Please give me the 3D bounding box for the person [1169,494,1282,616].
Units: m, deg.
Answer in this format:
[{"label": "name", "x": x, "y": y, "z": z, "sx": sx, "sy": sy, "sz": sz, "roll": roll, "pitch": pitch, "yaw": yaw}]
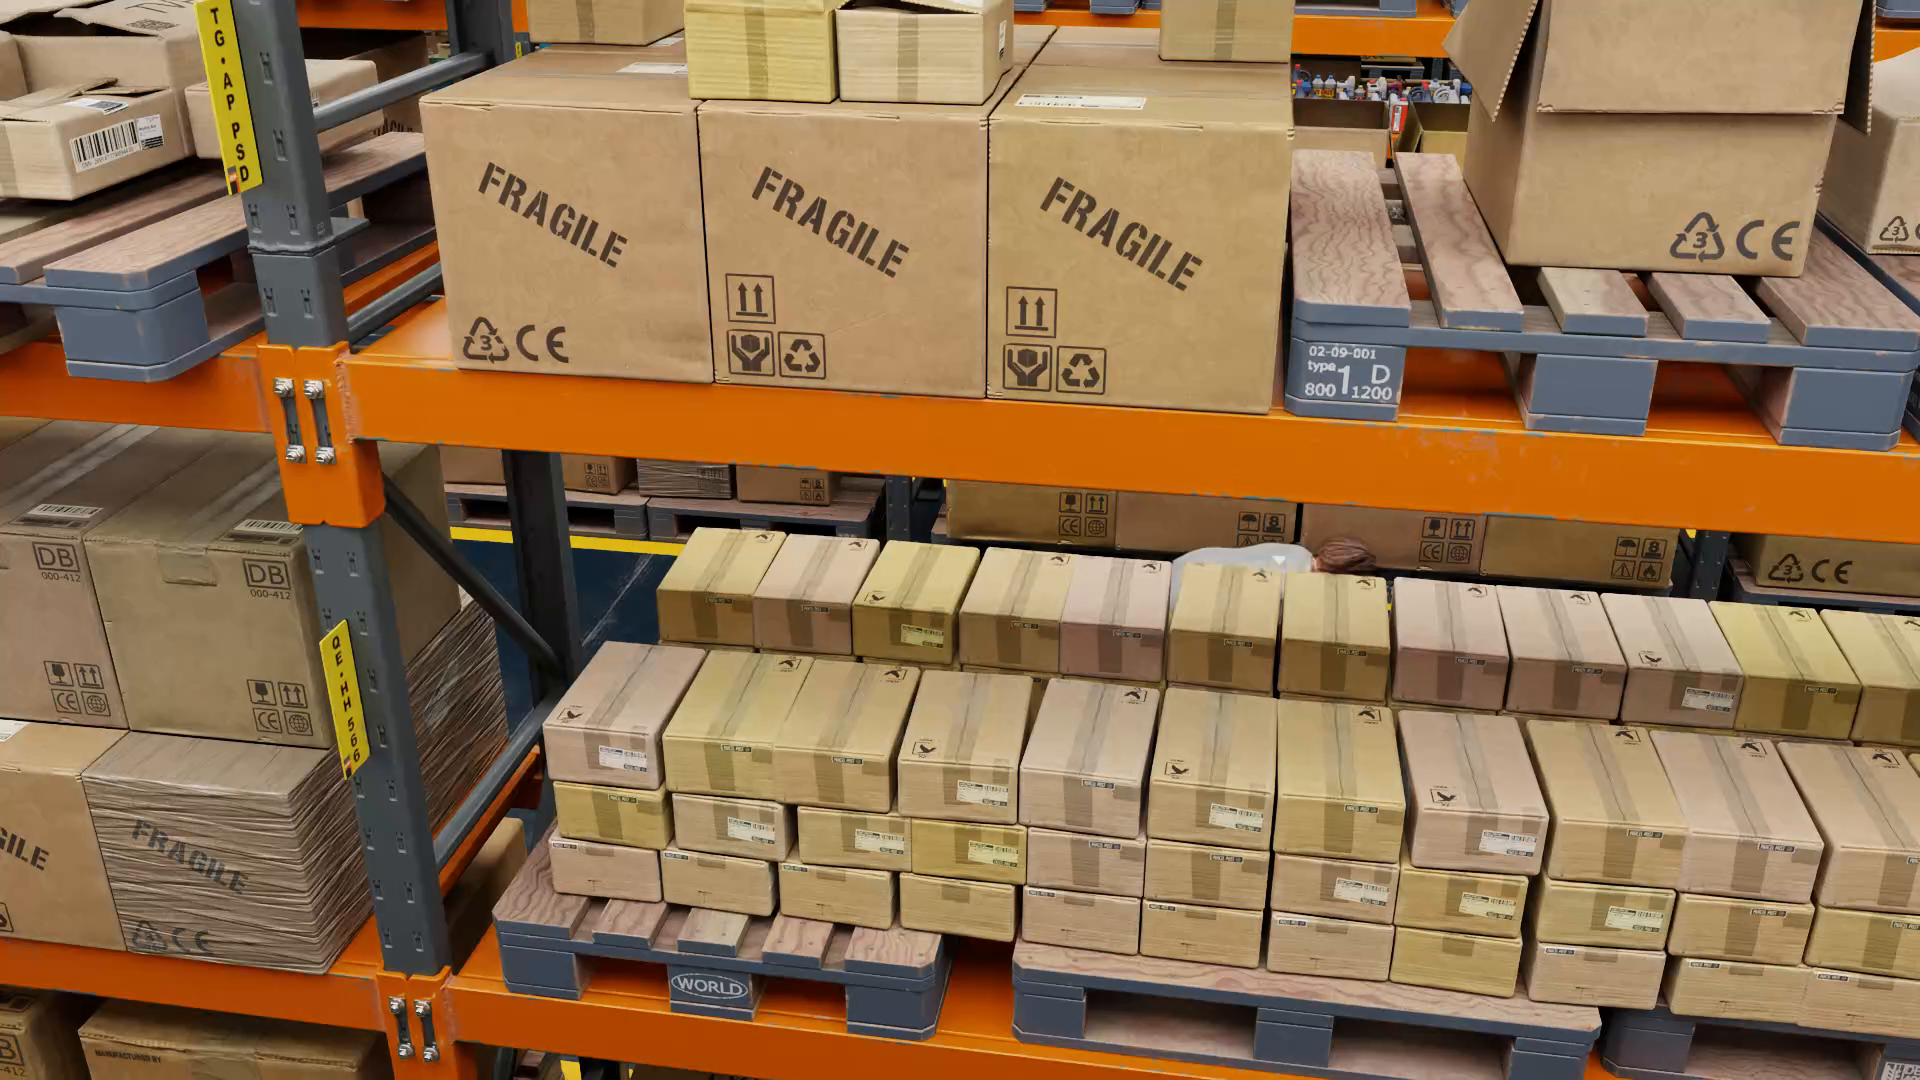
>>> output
[{"label": "person", "x": 1.027, "y": 0.284, "z": 6.542, "sx": 0.496, "sy": 1.583, "sz": 0.397, "roll": 4, "pitch": 26, "yaw": 9}]
